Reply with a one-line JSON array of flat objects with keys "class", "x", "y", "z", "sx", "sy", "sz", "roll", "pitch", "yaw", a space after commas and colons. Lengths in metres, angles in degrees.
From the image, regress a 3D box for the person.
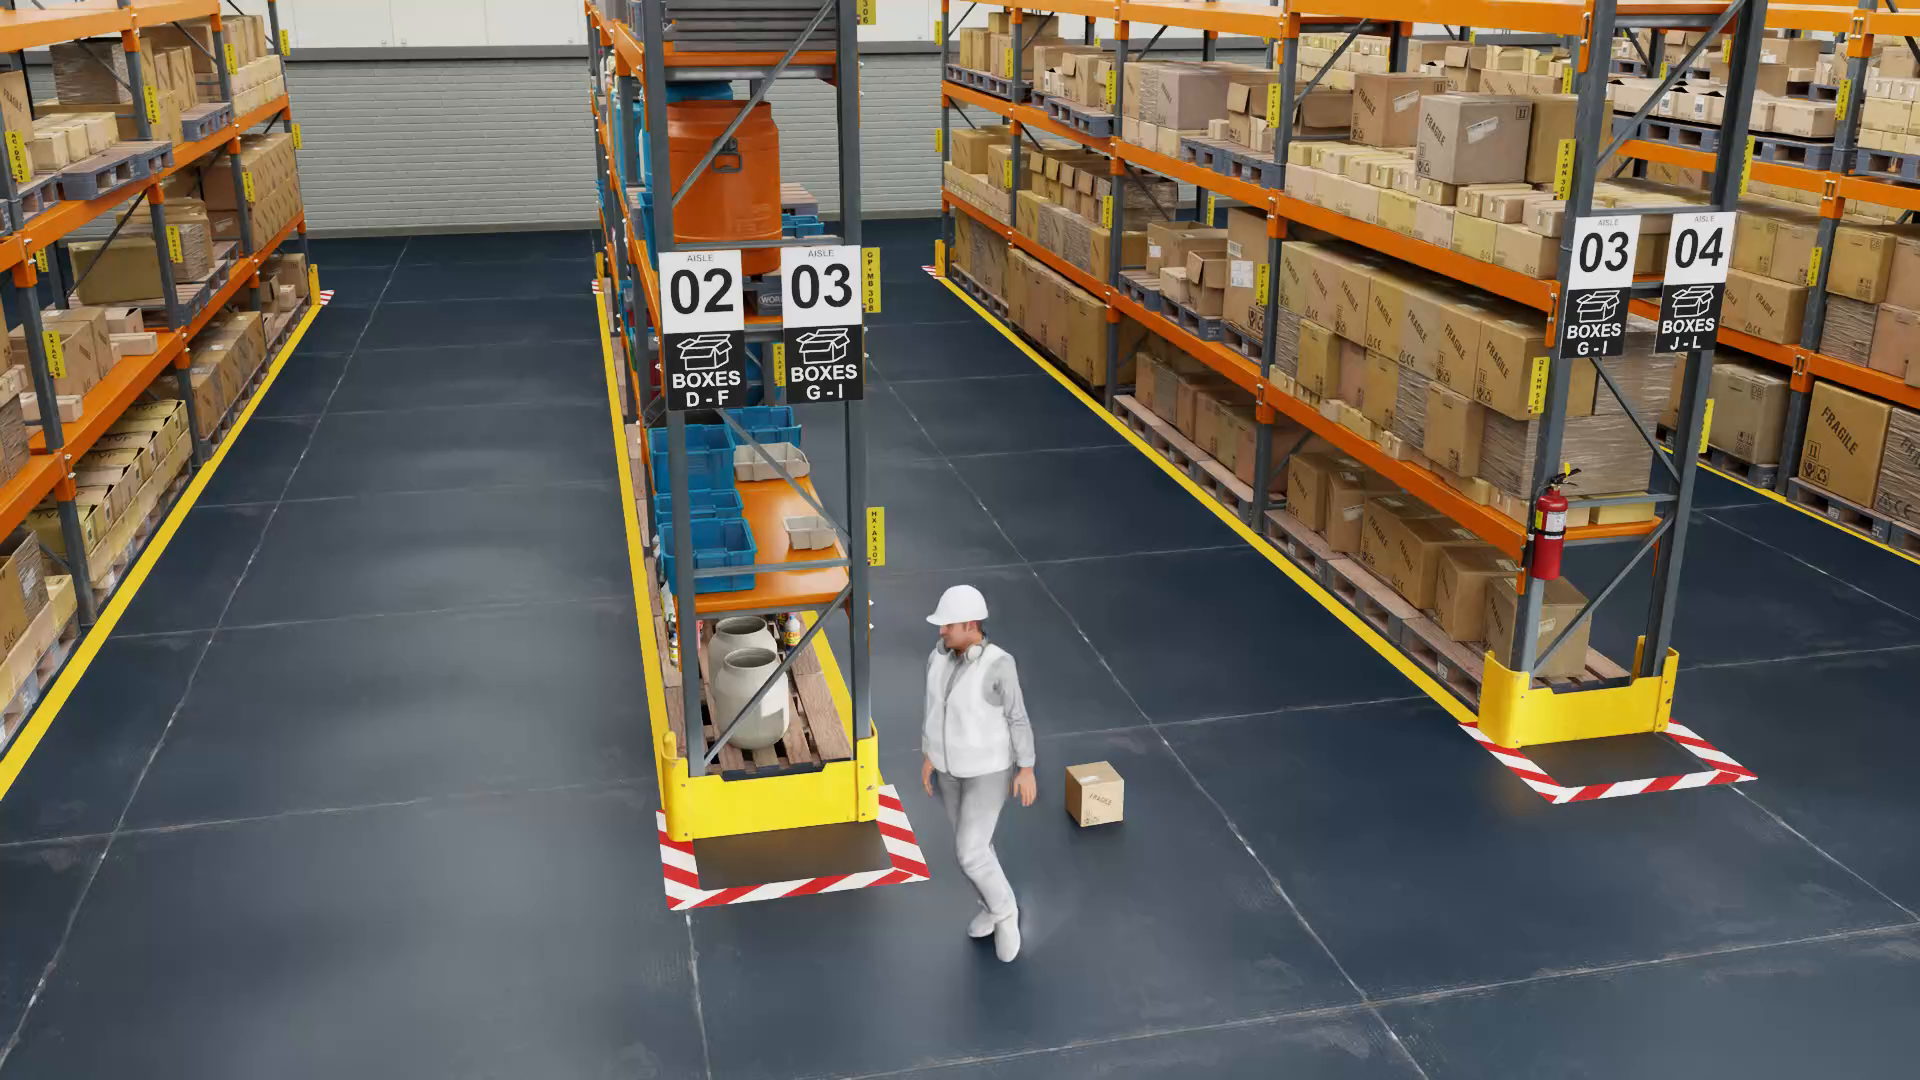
[{"class": "person", "x": 0.051, "y": 1.103, "z": 7.924, "sx": 0.644, "sy": 1.797, "sz": 0.468, "roll": 17, "pitch": 25, "yaw": 39}]
